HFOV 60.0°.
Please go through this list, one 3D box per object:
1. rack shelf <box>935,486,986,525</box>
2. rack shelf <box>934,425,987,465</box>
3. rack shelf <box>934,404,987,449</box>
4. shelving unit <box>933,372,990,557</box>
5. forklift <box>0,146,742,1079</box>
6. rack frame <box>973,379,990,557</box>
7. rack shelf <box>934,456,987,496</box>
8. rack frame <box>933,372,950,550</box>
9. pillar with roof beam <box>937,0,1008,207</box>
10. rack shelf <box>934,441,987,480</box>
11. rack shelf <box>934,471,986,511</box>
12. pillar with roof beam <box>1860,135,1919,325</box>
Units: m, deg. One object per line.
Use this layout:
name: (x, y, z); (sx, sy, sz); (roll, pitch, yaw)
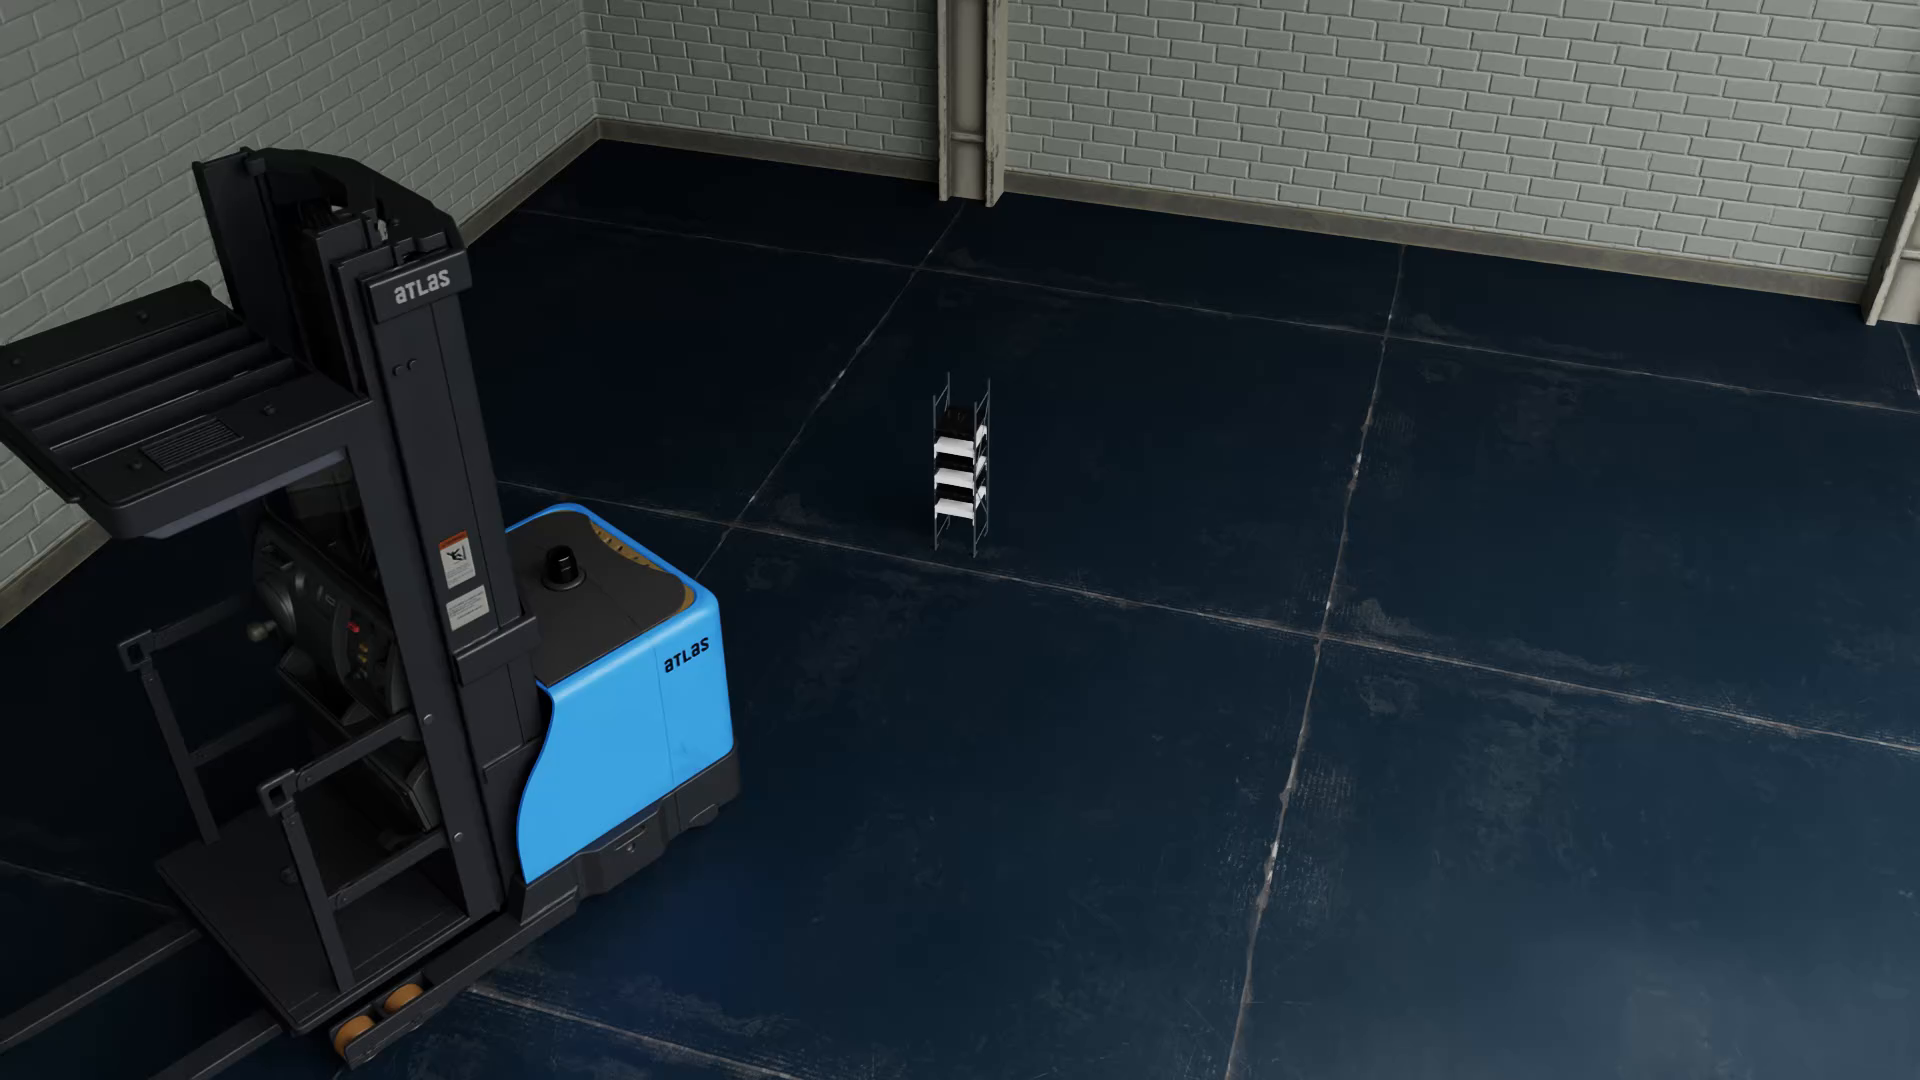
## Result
rack shelf: (0.008, -0.189, 8.293); (0.200, 0.077, 0.258); (10, 38, 14)
rack shelf: (0.008, -0.479, 8.079); (0.200, 0.077, 0.258); (10, 38, 14)
rack shelf: (0.008, -0.552, 8.026); (0.200, 0.077, 0.258); (10, 38, 14)
shelving unit: (0.008, -0.361, 8.166); (0.210, 0.900, 0.258); (10, 38, 14)
forklift: (-2.291, 0.333, 5.510); (1.130, 2.935, 3.031); (30, 46, 34)
rack frame: (0.105, -0.343, 8.142); (0.006, 0.900, 0.240); (10, 38, 14)
rack shelf: (0.008, -0.334, 8.186); (0.200, 0.077, 0.258); (10, 38, 14)
rack frame: (-0.089, -0.379, 8.191); (0.006, 0.900, 0.240); (10, 38, 14)
pillar with roof beam: (-1.201, -3.629, 5.775); (0.400, 9.000, 9.100); (10, 38, 14)
rack shelf: (0.008, -0.407, 8.133); (0.200, 0.077, 0.258); (10, 38, 14)
rack shelf: (0.008, -0.262, 8.239); (0.200, 0.077, 0.258); (10, 38, 14)
pillar with roof beam: (4.526, -2.569, 4.334); (0.400, 9.000, 9.100); (10, 38, 14)
